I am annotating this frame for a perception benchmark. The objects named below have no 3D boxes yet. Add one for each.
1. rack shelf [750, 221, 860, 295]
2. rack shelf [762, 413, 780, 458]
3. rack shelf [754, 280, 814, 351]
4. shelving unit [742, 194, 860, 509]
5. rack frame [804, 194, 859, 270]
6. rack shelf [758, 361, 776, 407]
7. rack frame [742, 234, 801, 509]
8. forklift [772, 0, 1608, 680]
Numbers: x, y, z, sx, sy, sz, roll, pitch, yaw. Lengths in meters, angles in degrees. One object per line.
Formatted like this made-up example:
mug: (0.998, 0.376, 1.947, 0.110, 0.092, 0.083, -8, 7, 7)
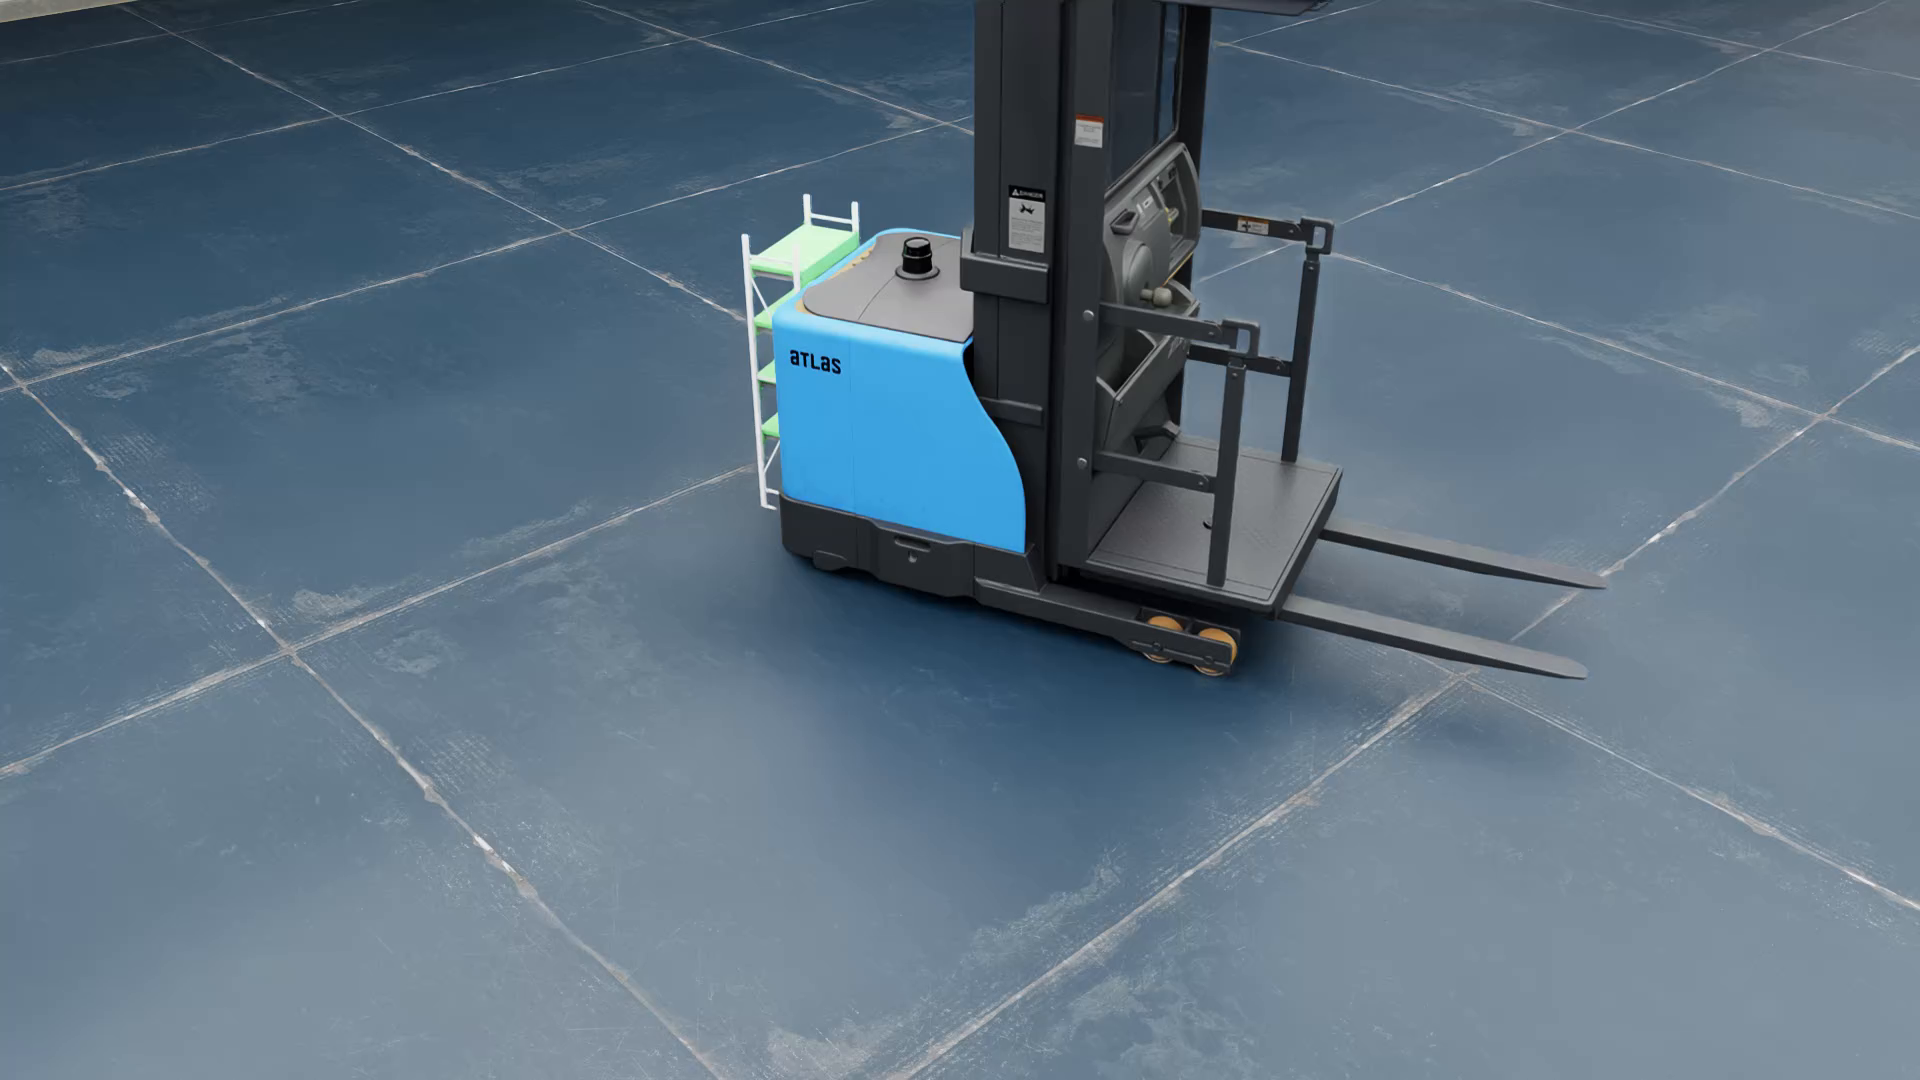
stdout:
rack shelf: (-0.621, -1.100, 6.602, 0.258, 0.148, 0.480, 13, 34, 21)
rack shelf: (-0.620, -0.486, 6.977, 0.258, 0.148, 0.480, 13, 34, 21)
rack shelf: (-0.621, -0.896, 6.727, 0.258, 0.148, 0.480, 13, 34, 21)
shelving unit: (-0.621, -0.745, 6.818, 0.258, 1.200, 0.503, 13, 34, 21)
rack frame: (-0.520, -0.861, 7.008, 0.240, 1.200, 0.015, 13, 34, 21)
rack shelf: (-0.621, -0.691, 6.852, 0.258, 0.148, 0.480, 13, 34, 21)
rack frame: (-0.721, -0.629, 6.629, 0.240, 1.200, 0.015, 13, 34, 21)
forklift: (0.856, -1.081, 5.708, 3.031, 2.935, 1.130, 13, 34, 21)
